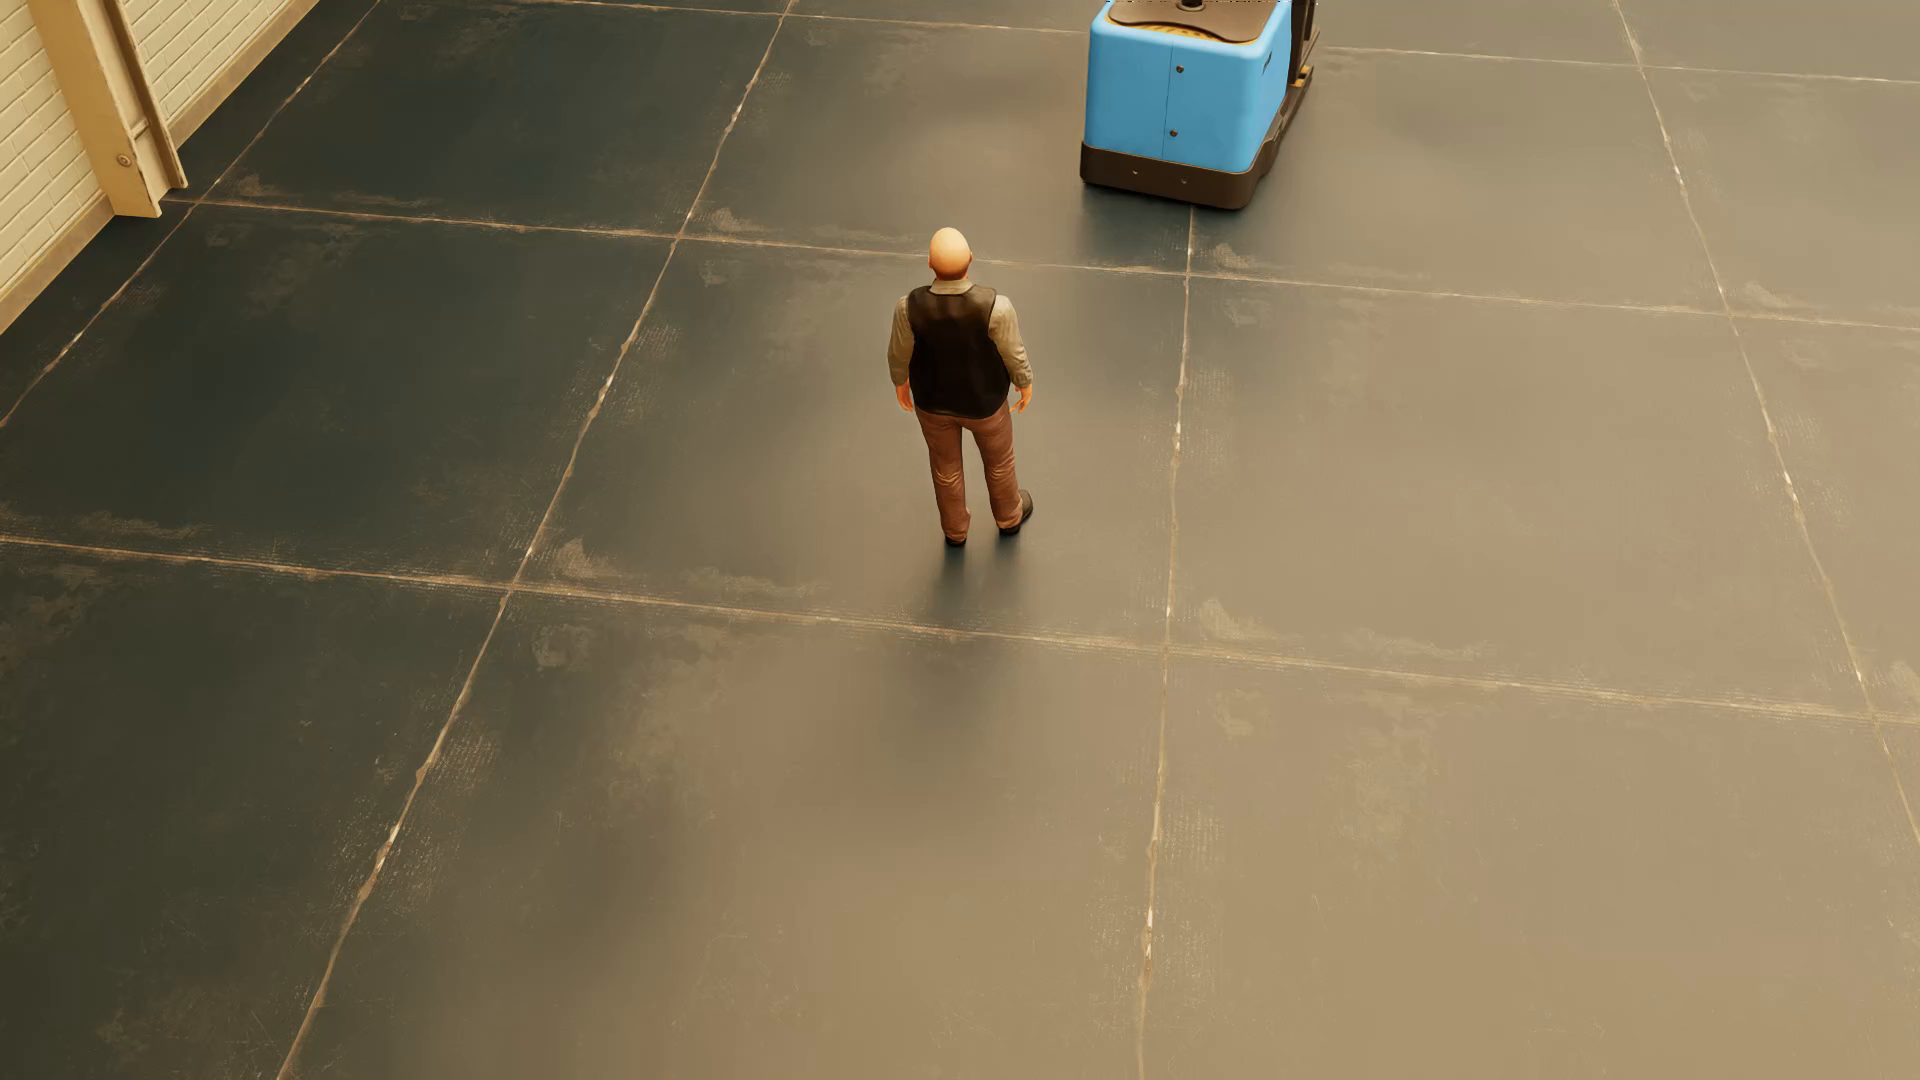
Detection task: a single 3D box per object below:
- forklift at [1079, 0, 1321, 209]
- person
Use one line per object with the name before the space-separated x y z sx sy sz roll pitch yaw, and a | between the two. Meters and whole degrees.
forklift | 1.731 -4.064 10.149 1.130 2.935 3.031 14 44 15
person | 0.016 -0.680 7.348 0.632 1.720 0.568 5 43 6
